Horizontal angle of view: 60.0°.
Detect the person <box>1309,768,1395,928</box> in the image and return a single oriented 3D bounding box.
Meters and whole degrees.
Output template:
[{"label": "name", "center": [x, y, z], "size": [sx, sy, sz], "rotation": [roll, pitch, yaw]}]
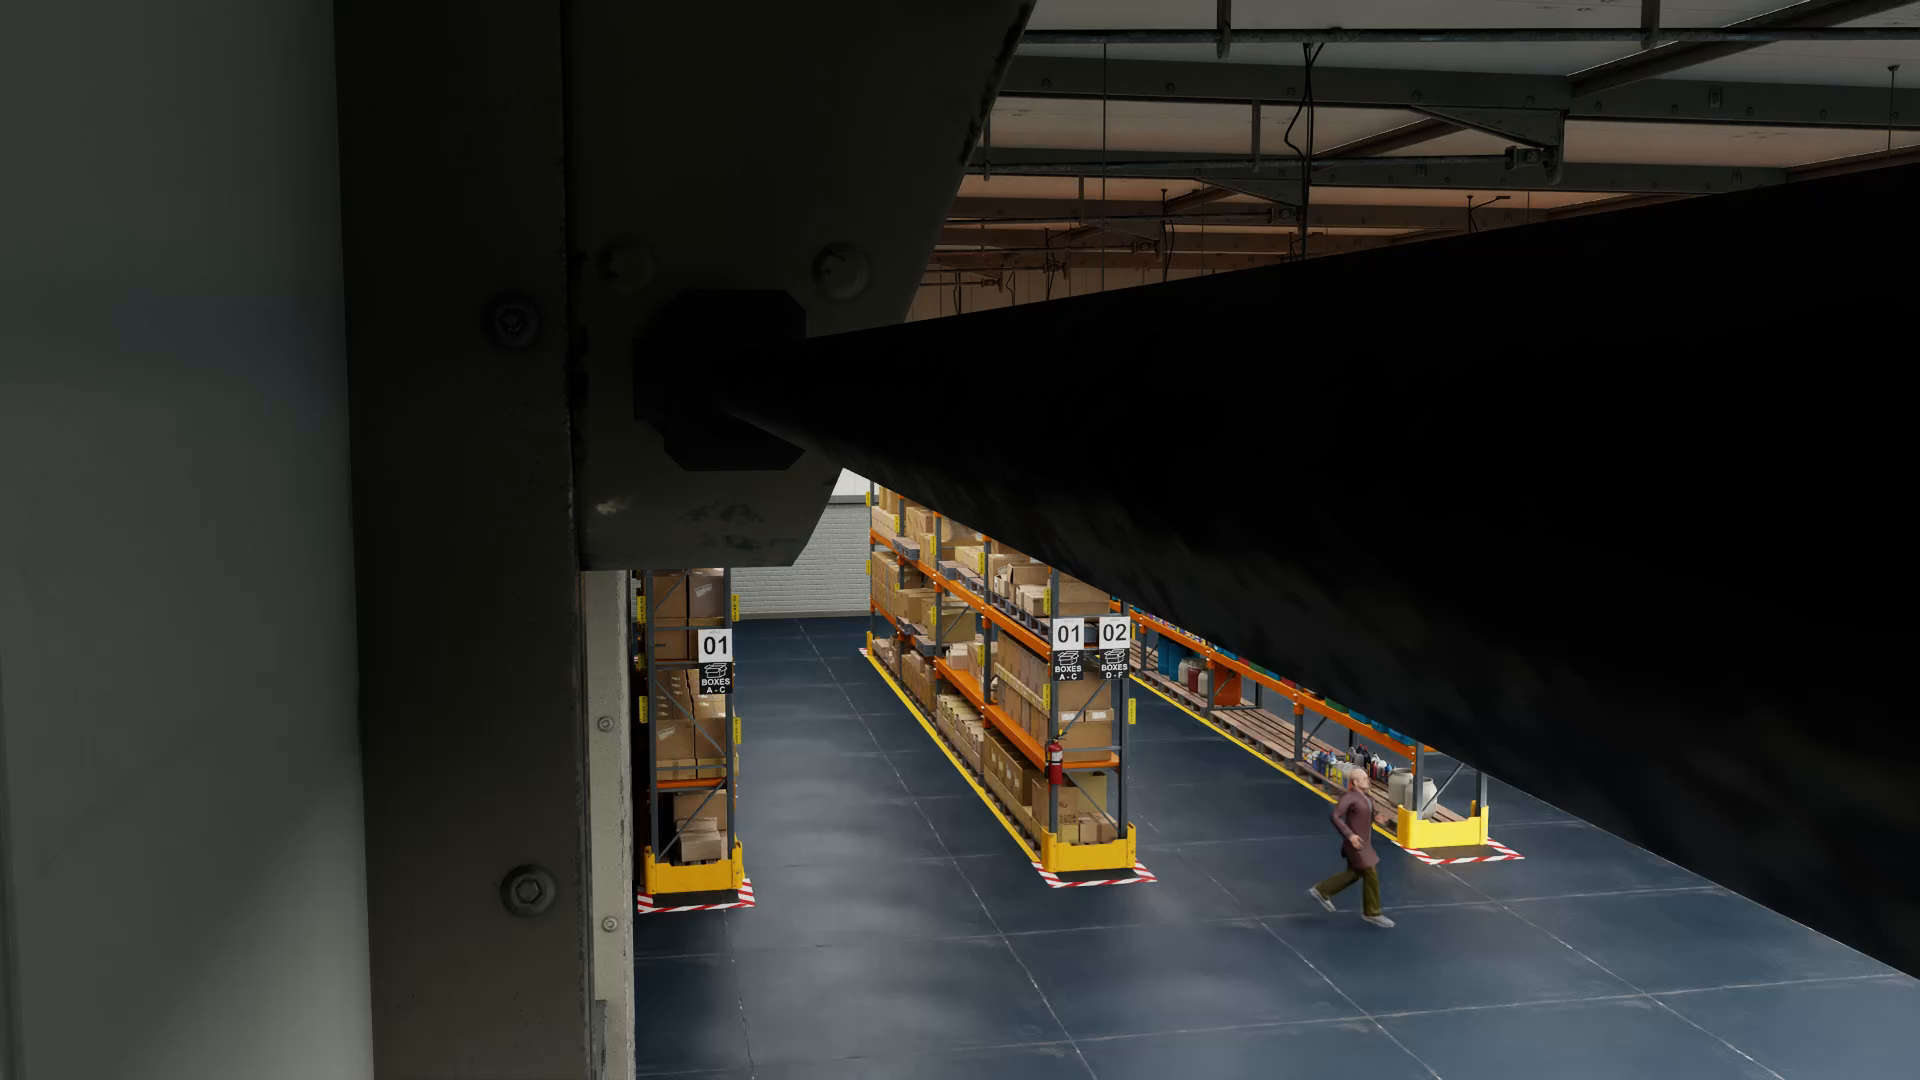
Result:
[{"label": "person", "center": [4.486, 3.472, 18.945], "size": [0.977, 1.793, 0.693], "rotation": [2, 6, 21]}]
